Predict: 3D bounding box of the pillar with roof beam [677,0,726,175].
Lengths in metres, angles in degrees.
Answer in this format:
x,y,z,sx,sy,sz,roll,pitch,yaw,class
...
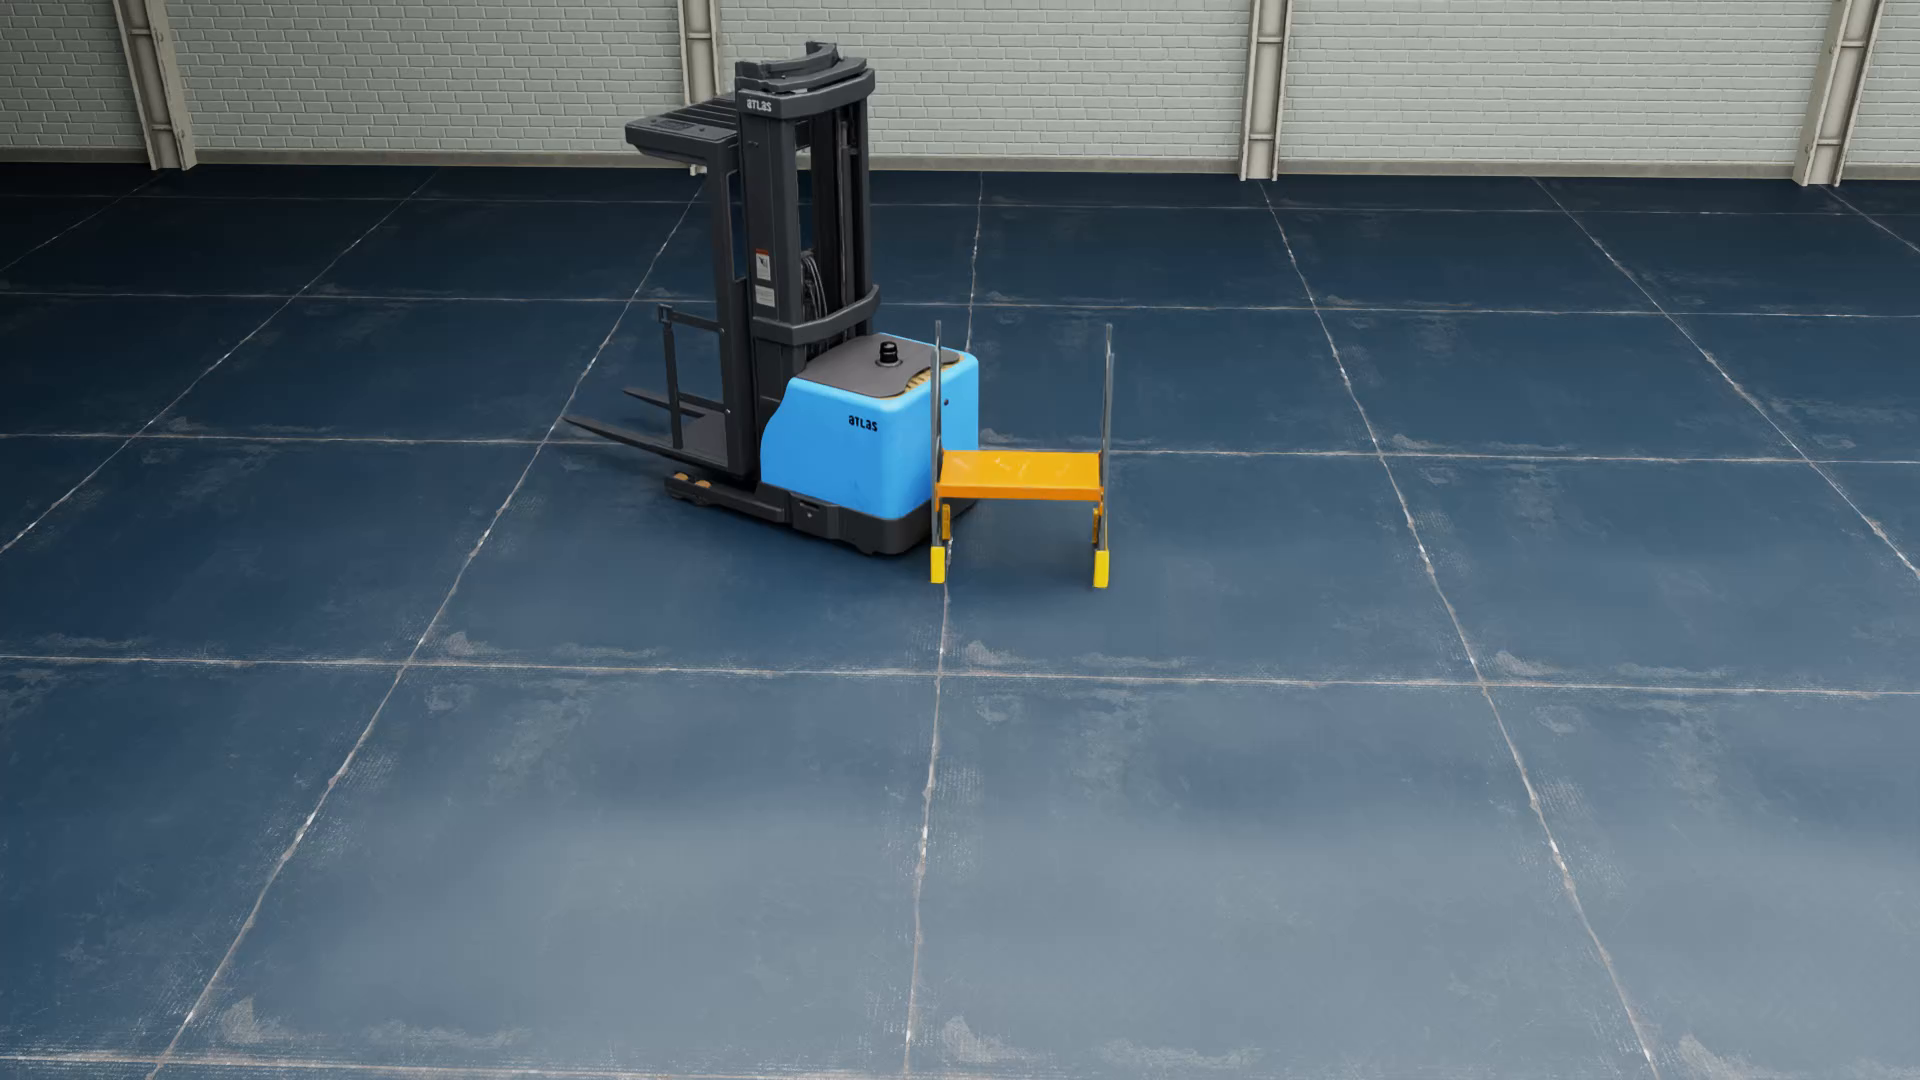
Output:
x,y,z,sx,sy,sz,roll,pitch,yaw,class
-2.906,-6.028,12.439,0.400,9.000,9.100,1,28,2,pillar with roof beam

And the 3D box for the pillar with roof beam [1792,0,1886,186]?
x,y,z,sx,sy,sz,roll,pitch,yaw,class
9.087,-5.830,12.065,0.400,9.000,9.100,1,28,2,pillar with roof beam

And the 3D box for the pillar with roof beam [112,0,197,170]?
x,y,z,sx,sy,sz,roll,pitch,yaw,class
-8.902,-6.127,12.626,0.400,9.000,9.100,1,28,2,pillar with roof beam

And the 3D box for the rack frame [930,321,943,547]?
x,y,z,sx,sy,sz,roll,pitch,yaw,class
-0.141,-0.533,10.079,0.032,1.500,0.500,1,28,3,rack frame

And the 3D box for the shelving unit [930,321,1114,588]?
x,y,z,sx,sy,sz,roll,pitch,yaw,class
0.376,-0.520,10.055,1.083,1.500,0.587,1,28,3,shelving unit

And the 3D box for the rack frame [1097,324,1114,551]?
x,y,z,sx,sy,sz,roll,pitch,yaw,class
0.874,-0.507,10.031,0.032,1.500,0.500,1,28,3,rack frame

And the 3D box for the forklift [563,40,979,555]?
x,y,z,sx,sy,sz,roll,pitch,yaw,class
-1.382,-1.715,10.781,3.031,2.935,1.130,17,32,29,forklift

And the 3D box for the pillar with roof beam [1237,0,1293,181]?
x,y,z,sx,sy,sz,roll,pitch,yaw,class
3.091,-5.929,12.252,0.400,9.000,9.100,1,28,2,pillar with roof beam

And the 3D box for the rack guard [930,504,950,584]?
x,y,z,sx,sy,sz,roll,pitch,yaw,class
-0.122,0.020,10.371,0.087,0.250,0.587,1,28,3,rack guard

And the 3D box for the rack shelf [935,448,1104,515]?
x,y,z,sx,sy,sz,roll,pitch,yaw,class
0.366,-0.361,10.139,1.000,0.185,0.538,1,28,3,rack shelf

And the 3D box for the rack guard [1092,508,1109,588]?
x,y,z,sx,sy,sz,roll,pitch,yaw,class
0.873,0.045,10.324,0.087,0.250,0.587,1,28,3,rack guard
